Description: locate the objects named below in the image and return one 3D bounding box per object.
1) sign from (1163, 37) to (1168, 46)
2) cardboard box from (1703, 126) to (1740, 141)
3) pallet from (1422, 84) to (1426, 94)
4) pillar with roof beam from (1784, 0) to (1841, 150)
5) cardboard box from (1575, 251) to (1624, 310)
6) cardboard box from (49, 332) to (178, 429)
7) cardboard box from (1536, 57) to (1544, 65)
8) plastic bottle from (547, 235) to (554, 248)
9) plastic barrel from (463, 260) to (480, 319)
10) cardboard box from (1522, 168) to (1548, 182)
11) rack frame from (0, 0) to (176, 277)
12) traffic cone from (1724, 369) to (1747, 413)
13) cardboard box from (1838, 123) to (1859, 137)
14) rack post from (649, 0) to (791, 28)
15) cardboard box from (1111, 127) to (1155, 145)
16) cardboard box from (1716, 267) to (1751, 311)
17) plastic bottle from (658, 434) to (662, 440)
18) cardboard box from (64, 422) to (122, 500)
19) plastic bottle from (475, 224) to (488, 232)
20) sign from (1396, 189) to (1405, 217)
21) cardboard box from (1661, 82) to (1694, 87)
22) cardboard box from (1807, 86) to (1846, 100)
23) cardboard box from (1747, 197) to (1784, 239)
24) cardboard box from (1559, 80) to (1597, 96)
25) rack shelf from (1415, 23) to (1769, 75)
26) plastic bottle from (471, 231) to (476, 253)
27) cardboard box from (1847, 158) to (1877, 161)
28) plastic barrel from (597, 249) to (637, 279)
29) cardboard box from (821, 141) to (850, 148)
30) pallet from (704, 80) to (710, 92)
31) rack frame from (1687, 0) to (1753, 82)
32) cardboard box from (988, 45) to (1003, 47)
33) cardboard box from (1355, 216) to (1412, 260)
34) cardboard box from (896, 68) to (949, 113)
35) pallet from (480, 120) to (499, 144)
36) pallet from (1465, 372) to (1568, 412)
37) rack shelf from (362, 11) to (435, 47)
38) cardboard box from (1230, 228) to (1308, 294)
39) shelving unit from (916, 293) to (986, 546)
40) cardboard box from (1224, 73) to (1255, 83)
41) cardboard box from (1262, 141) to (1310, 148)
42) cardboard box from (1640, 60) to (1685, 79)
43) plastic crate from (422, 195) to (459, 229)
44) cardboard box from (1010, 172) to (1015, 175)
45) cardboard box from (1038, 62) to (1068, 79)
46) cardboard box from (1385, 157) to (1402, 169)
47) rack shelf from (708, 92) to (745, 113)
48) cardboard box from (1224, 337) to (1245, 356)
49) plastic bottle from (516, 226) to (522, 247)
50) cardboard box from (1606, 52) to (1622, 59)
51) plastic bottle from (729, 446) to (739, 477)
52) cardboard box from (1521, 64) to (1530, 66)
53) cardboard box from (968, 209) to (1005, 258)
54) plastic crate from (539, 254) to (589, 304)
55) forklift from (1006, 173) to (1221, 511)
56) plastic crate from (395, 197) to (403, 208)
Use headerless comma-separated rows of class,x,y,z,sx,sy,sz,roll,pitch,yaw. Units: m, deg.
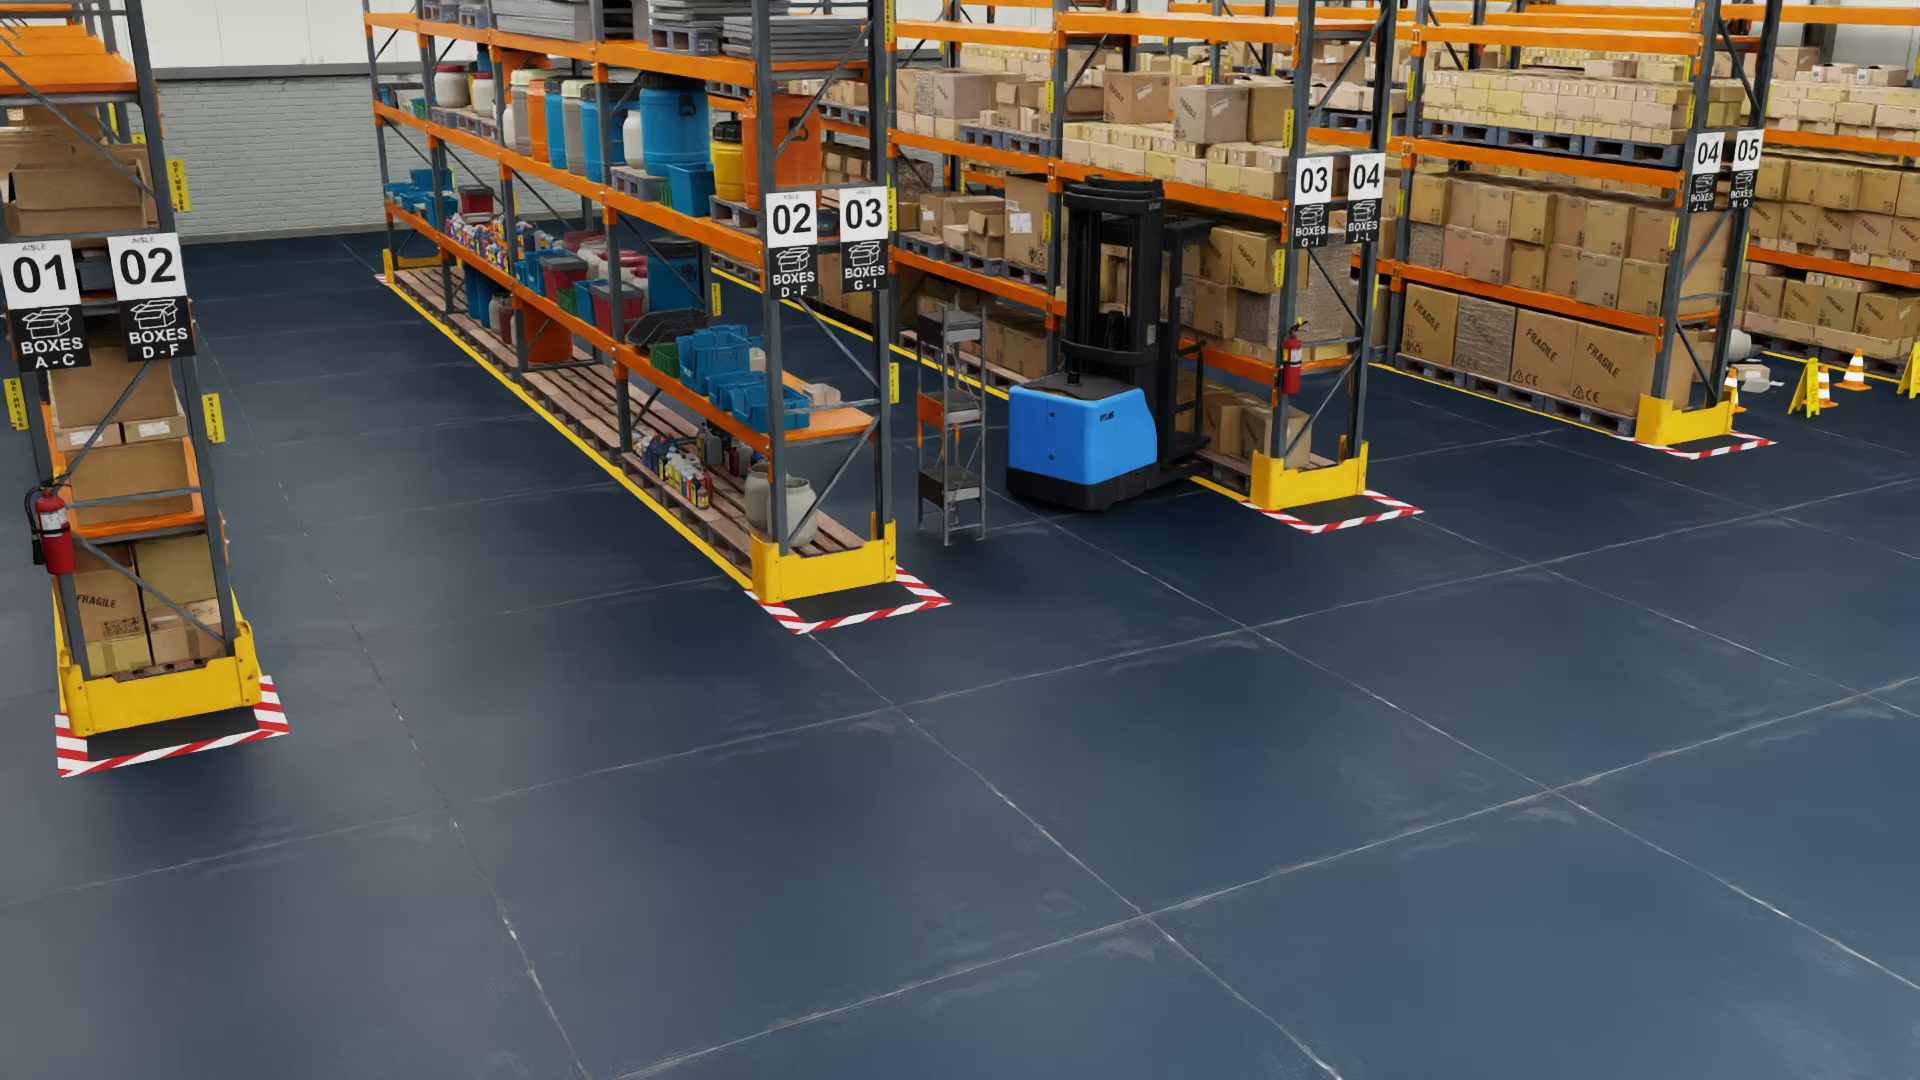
sign,3.970,-9.712,32.119,0.100,0.325,0.005,-10,21,-27
cardboard box,7.870,-4.232,17.287,0.380,0.149,0.250,-10,21,-26
pallet,7.908,-7.137,26.406,1.213,0.211,1.003,-9,21,-24
pillar with roof beam,10.250,-8.336,24.993,9.100,9.000,0.400,-10,21,-27
cardboard box,7.254,-2.864,18.103,0.875,0.550,0.550,-10,21,-27
cardboard box,-5.618,-1.078,11.015,0.700,0.500,0.500,-10,21,-26
cardboard box,10.818,-8.810,30.554,0.380,0.149,0.250,-10,21,-26
plastic bottle,-5.165,-3.718,21.003,0.097,0.271,0.097,0,19,0
plastic barrel,-6.476,-3.525,22.822,0.600,0.901,0.708,-10,21,-27
cardboard box,8.782,-5.553,24.872,0.500,0.500,0.500,-10,21,-26
rack frame,-5.382,-3.102,9.826,1.000,3.000,0.127,-10,21,-27
traffic cone,8.748,-1.712,18.884,0.336,0.463,0.334,-10,21,-27
cardboard box,11.060,-5.065,20.498,0.380,0.149,0.250,-11,22,-28
rack post,-1.969,-4.384,13.657,0.937,0.300,0.954,-10,22,-28
cardboard box,1.773,-4.132,17.027,0.380,0.149,0.250,-9,21,-25
cardboard box,10.467,-3.373,22.230,0.500,0.500,0.500,-9,21,-24
plastic bottle,-2.884,-0.874,16.054,0.061,0.283,0.133,-10,21,-27
cardboard box,-5.846,-0.600,11.618,0.700,0.500,0.500,-9,21,-25
plastic bottle,-6.262,-3.985,21.771,0.152,0.276,0.135,-10,21,-27
sign,5.378,-4.110,20.291,0.100,0.325,0.005,-10,21,-27
cardboard box,7.632,-4.752,17.570,0.380,0.149,0.250,-10,22,-27
cardboard box,10.833,-5.585,20.782,0.380,0.149,0.250,-10,21,-26
cardboard box,10.609,-4.215,21.638,0.500,0.500,0.500,-10,21,-27
cardboard box,6.689,-4.870,17.914,0.380,0.149,0.250,-10,22,-27
rack shelf,6.801,-5.420,18.259,1.077,0.370,4.000,-10,21,-27
plastic bottle,-6.208,-3.827,21.320,0.097,0.271,0.097,0,19,0
cardboard box,13.960,-5.820,25.752,0.380,0.149,0.250,-10,21,-27
plastic barrel,-3.736,-2.889,18.196,0.433,0.535,0.433,0,19,0
cardboard box,-2.050,-5.584,24.524,0.797,0.503,0.637,-11,22,-28
pallet,-3.899,-7.558,27.472,1.003,0.211,1.213,-10,21,-27
rack frame,10.160,-7.319,22.046,1.000,3.000,0.127,-10,21,-27
cardboard box,0.723,-8.695,29.484,0.380,0.149,0.250,-11,22,-28
cardboard box,5.368,-3.843,21.017,0.500,0.500,0.500,-10,21,-27
cardboard box,-0.464,-5.623,20.811,0.500,0.500,0.500,-10,21,-26
pallet,-5.097,-4.893,19.903,1.003,0.211,1.213,-10,21,-27
pallet,6.727,-1.788,19.490,1.003,0.211,1.213,-10,21,-27
rack shelf,-7.669,-7.358,23.876,1.077,0.370,4.000,-10,21,-27
cardboard box,2.859,-2.580,15.367,0.500,0.500,0.500,-10,21,-27
shelving unit,-0.079,-1.040,14.427,0.431,2.100,0.503,-10,21,-27
cardboard box,3.915,-6.506,24.135,0.500,0.500,0.500,-10,21,-27
cardboard box,3.077,-3.682,15.724,0.380,0.149,0.250,-9,21,-24
cardboard box,9.989,-6.636,23.486,0.500,0.250,0.500,-10,22,-28
plastic crate,-7.241,-4.579,23.237,0.392,0.384,0.575,-10,21,-27
cardboard box,1.088,-6.286,28.636,0.380,0.149,0.250,-10,22,-27
cardboard box,1.609,-7.660,27.098,0.500,0.250,0.500,-11,22,-29
cardboard box,7.299,-6.187,27.426,0.500,0.250,0.500,-11,22,-28
rack shelf,-3.310,-6.897,26.524,1.077,0.370,4.000,-10,21,-27
cardboard box,2.738,-1.867,15.827,0.380,0.149,0.250,-10,21,-27
plastic bottle,-5.762,-3.974,21.747,0.097,0.271,0.097,0,19,0
cardboard box,11.587,-8.503,29.238,0.380,0.149,0.250,-10,21,-26
plastic bottle,-2.136,-0.753,15.704,0.061,0.283,0.133,-10,21,-27
cardboard box,10.737,-9.227,31.947,0.500,0.250,0.500,-11,22,-28
cardboard box,0.534,-3.679,19.892,0.797,0.503,0.637,-8,20,-21
plastic crate,-4.322,-2.848,18.189,0.402,0.464,0.583,-10,21,-27
forklift,1.780,-2.060,16.108,1.130,2.935,3.031,16,24,38
plastic crate,-8.390,-5.108,25.148,0.250,0.136,0.298,-10,21,-27
